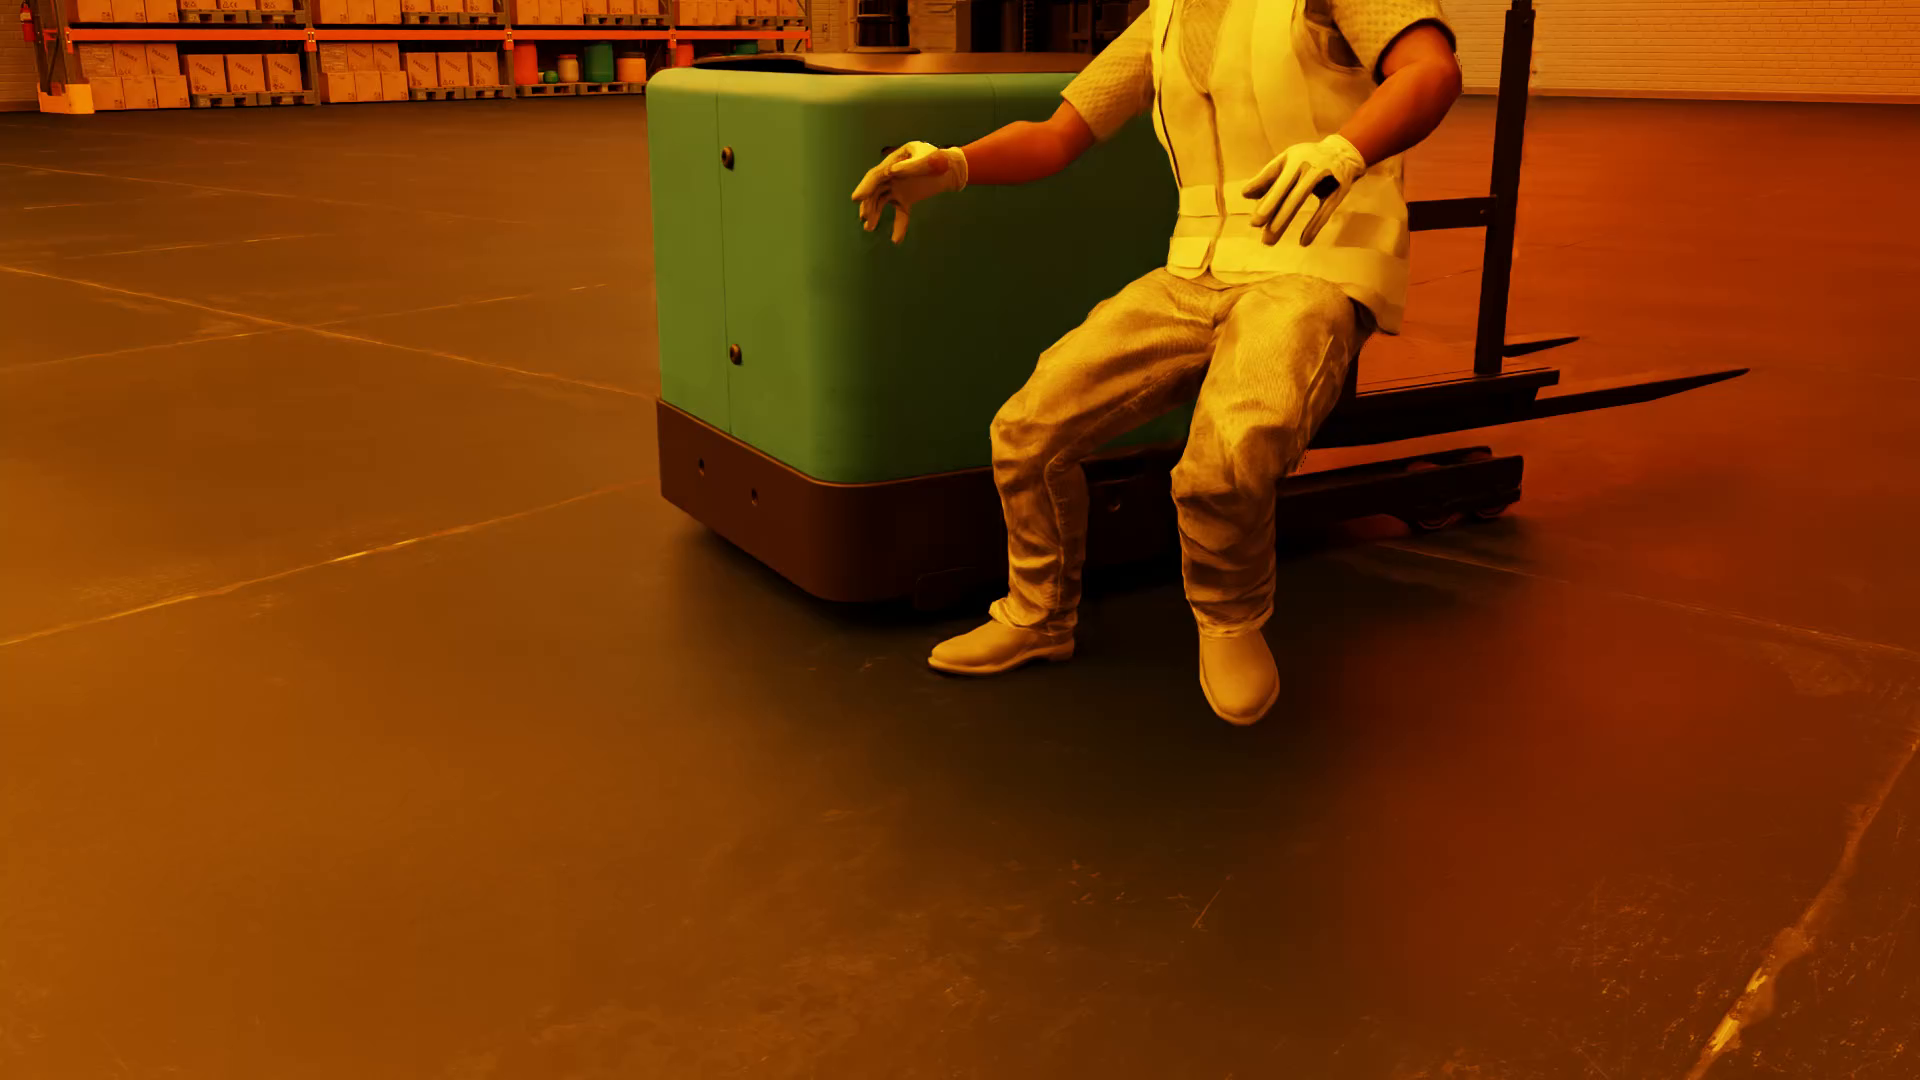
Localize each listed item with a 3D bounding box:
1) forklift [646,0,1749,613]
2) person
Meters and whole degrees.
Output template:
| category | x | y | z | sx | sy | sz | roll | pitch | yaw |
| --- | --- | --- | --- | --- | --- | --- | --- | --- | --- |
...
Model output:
| category | x | y | z | sx | sy | sz | roll | pitch | yaw |
| --- | --- | --- | --- | --- | --- | --- | --- | --- | --- |
| forklift | 0.804 | -1.549 | 3.998 | 3.031 | 2.935 | 1.130 | -9 | 19 | -28 |
| person | 0.312 | -0.431 | 2.649 | 0.796 | 1.576 | 0.921 | -11 | 20 | -32 |
